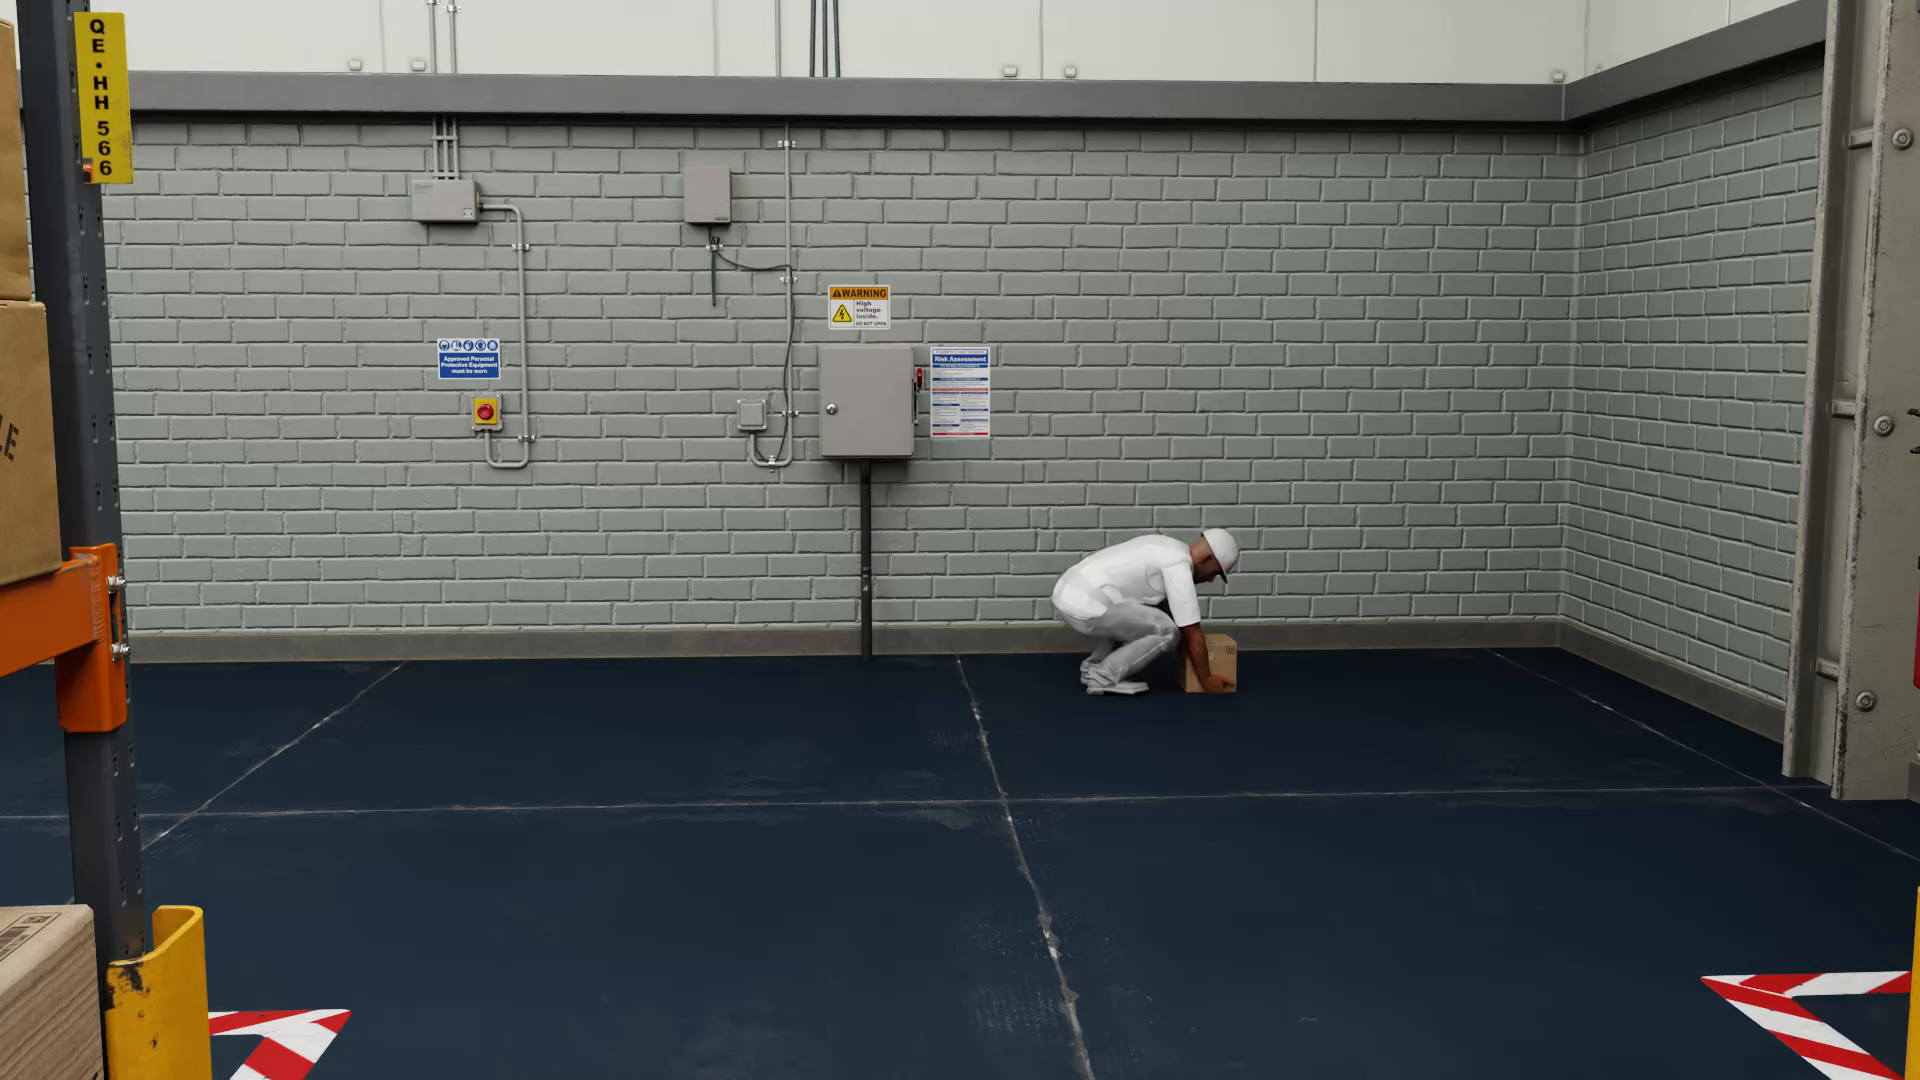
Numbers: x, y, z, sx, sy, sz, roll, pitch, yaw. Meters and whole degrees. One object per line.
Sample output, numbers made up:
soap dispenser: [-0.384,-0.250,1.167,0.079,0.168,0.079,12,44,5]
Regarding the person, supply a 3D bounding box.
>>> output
person: [0.929,0.382,8.335,0.939,0.875,0.535,-1,7,-5]
